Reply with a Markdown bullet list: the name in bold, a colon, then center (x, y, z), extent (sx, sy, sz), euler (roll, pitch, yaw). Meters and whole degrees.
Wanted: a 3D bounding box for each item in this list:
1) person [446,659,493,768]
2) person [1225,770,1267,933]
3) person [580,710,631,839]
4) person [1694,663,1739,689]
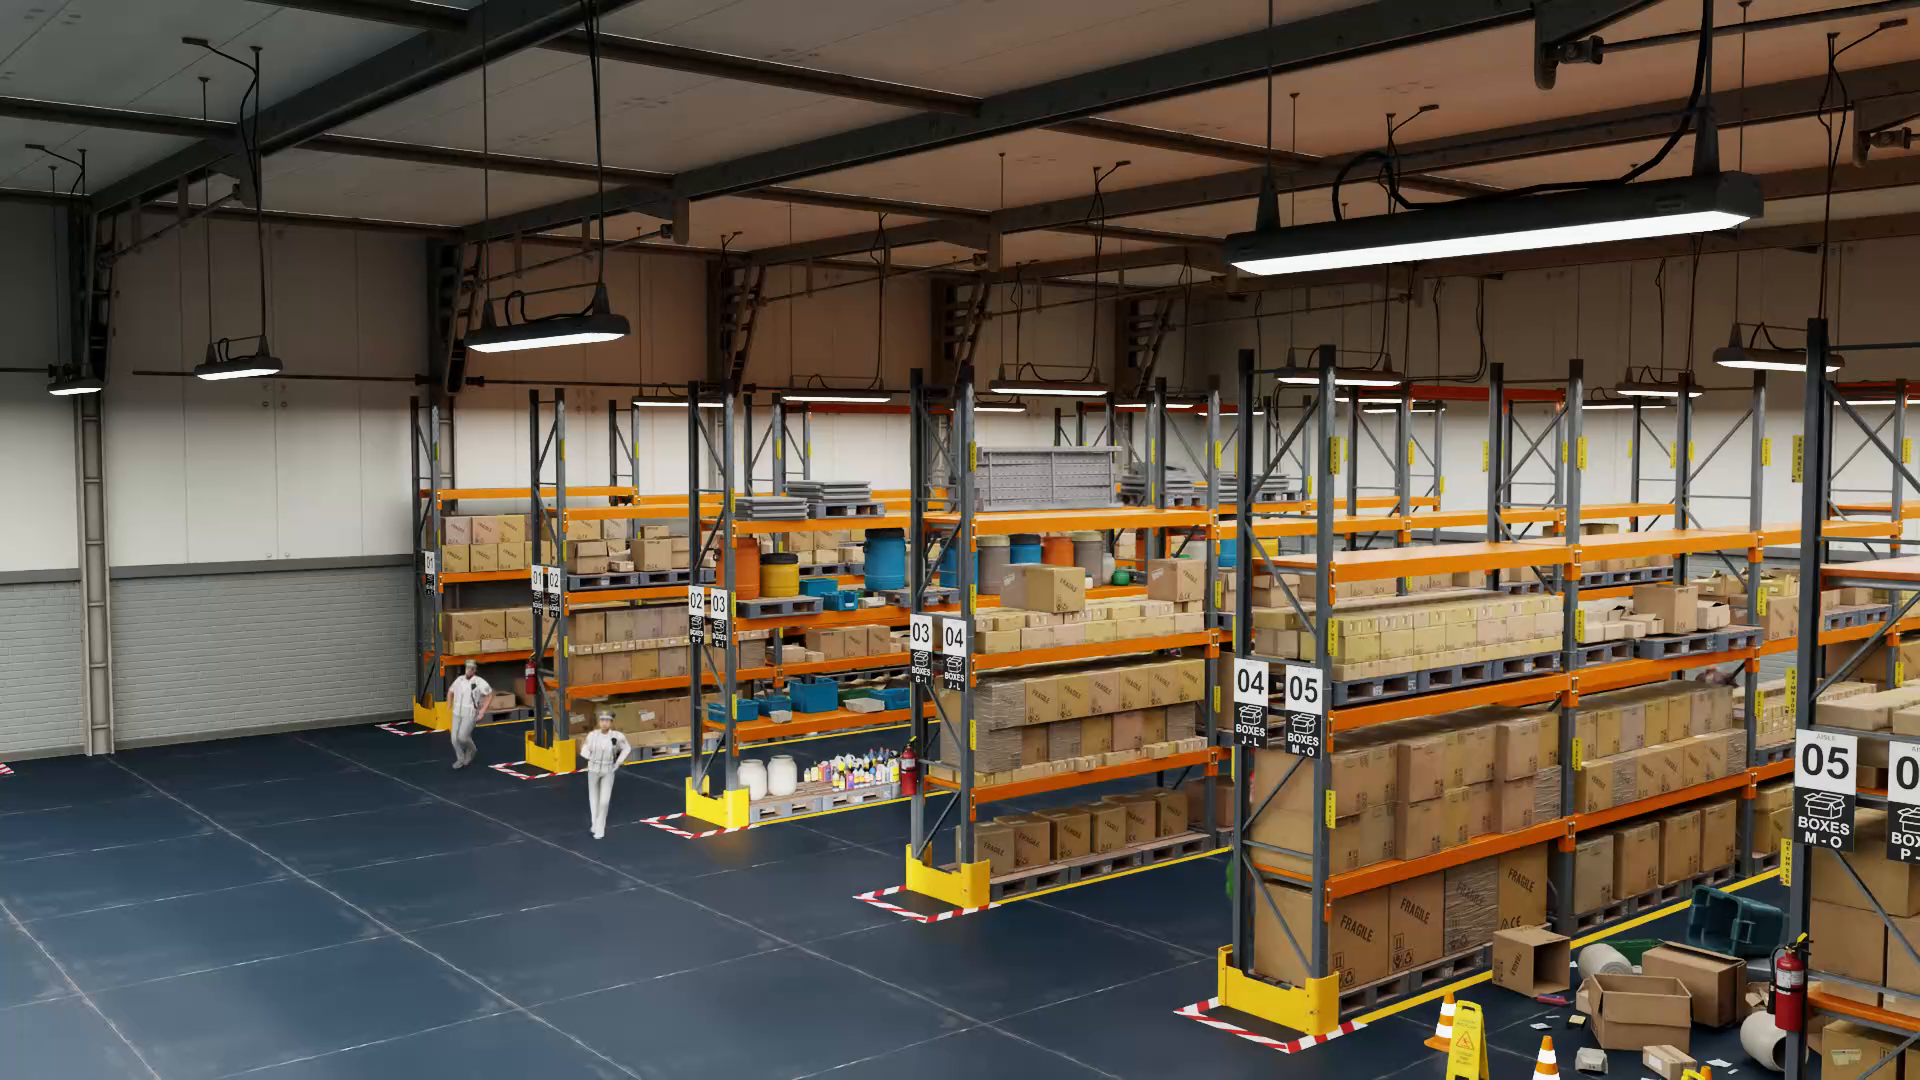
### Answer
- **person**: center (-7.816, 2.751, 26.327), extent (0.736, 1.732, 0.498), euler (1, 3, 11)
- **person**: center (3.018, 3.256, 17.168), extent (0.641, 1.792, 0.709), euler (3, 4, 41)
- **person**: center (-4.637, 3.057, 21.678), extent (0.616, 1.709, 0.660), euler (0, 3, 0)
- **person**: center (12.123, 2.737, 26.724), extent (0.788, 1.728, 0.748), euler (-3, 5, -43)
